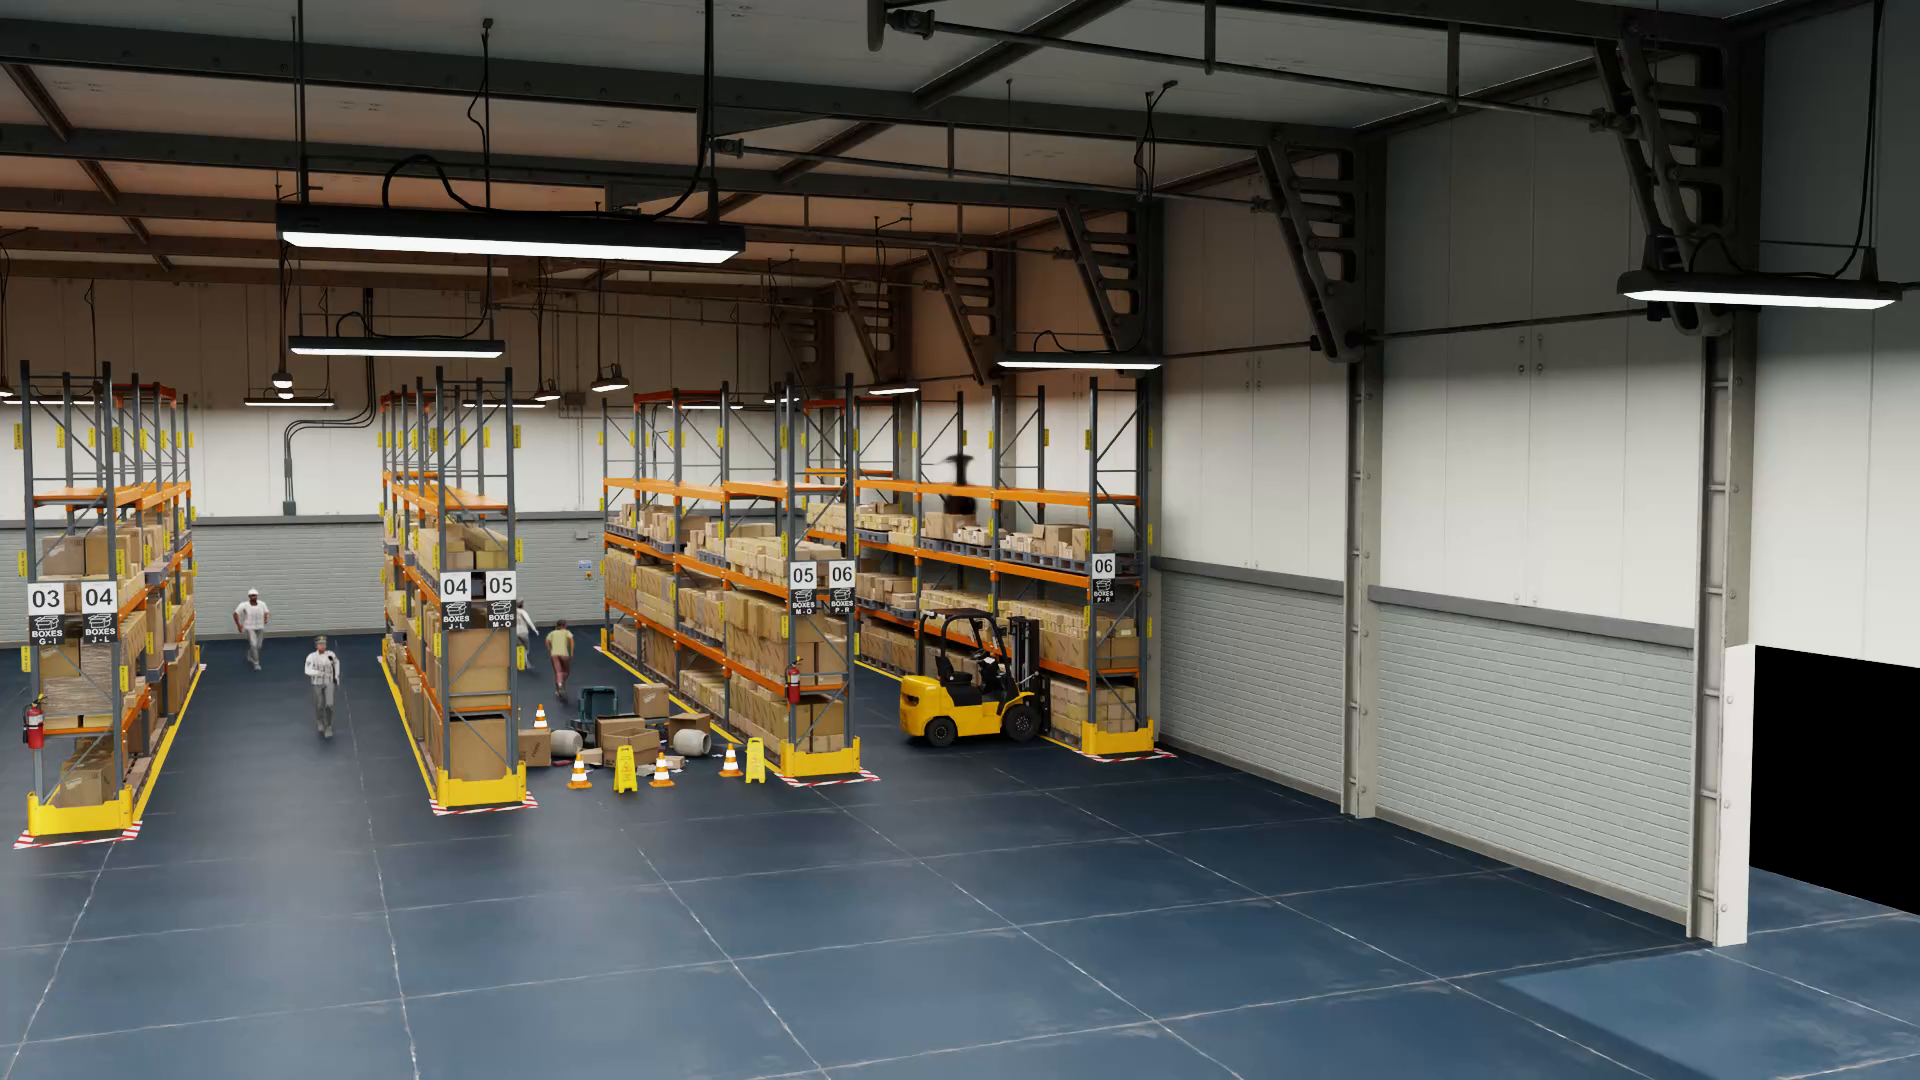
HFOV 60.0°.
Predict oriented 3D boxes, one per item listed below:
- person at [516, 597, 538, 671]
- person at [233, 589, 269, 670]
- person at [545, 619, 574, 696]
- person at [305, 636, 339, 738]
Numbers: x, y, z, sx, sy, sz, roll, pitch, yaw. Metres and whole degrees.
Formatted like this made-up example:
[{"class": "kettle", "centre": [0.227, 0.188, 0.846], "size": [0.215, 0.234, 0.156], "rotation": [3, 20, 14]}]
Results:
[{"class": "person", "centre": [-9.480, 2.065, 35.909], "size": [0.708, 1.627, 0.613], "rotation": [0, 3, 3]}, {"class": "person", "centre": [-15.505, 1.951, 36.476], "size": [0.742, 1.760, 0.812], "rotation": [-3, 5, -44]}, {"class": "person", "centre": [-7.799, 2.319, 32.315], "size": [0.569, 1.487, 1.040], "rotation": [0, 3, -7]}, {"class": "person", "centre": [-10.758, 2.430, 28.067], "size": [0.547, 1.651, 0.812], "rotation": [-1, 4, -21]}]
